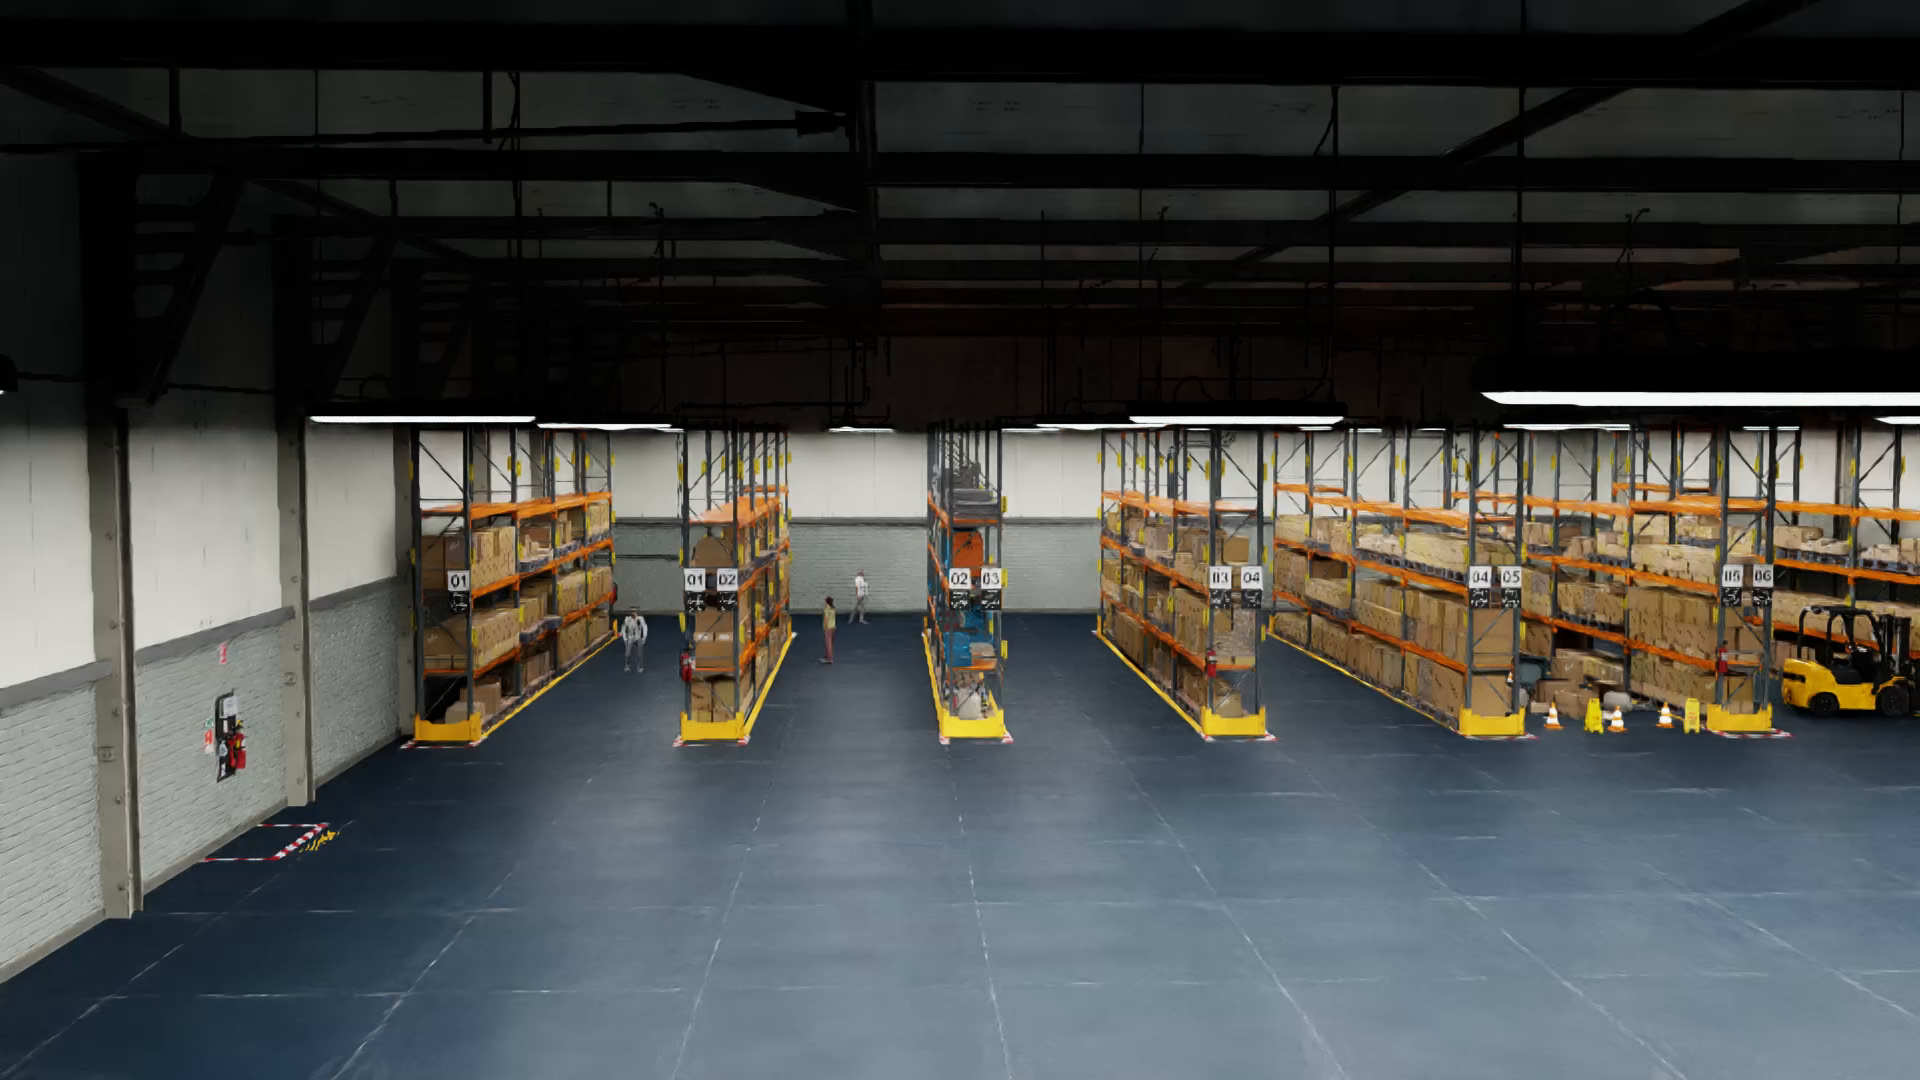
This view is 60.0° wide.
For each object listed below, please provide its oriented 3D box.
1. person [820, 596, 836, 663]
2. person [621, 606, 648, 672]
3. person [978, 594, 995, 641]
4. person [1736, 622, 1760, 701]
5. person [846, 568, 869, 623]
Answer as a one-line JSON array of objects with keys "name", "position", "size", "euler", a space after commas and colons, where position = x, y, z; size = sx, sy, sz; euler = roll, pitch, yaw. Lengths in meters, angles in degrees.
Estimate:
[{"name": "person", "position": [-3.306, 2.219, 41.469], "size": [0.477, 1.675, 0.493], "euler": [2, 4, 27]}, {"name": "person", "position": [-7.800, 2.363, 39.862], "size": [0.639, 1.632, 0.498], "euler": [0, 4, -4]}, {"name": "person", "position": [0.672, 1.942, 45.848], "size": [0.545, 1.640, 1.051], "euler": [0, 4, -5]}, {"name": "person", "position": [16.923, 2.595, 35.676], "size": [0.464, 1.673, 0.579], "euler": [-2, 4, -31]}, {"name": "person", "position": [-3.105, 1.687, 50.183], "size": [0.479, 1.668, 0.662], "euler": [3, 5, 39]}]
